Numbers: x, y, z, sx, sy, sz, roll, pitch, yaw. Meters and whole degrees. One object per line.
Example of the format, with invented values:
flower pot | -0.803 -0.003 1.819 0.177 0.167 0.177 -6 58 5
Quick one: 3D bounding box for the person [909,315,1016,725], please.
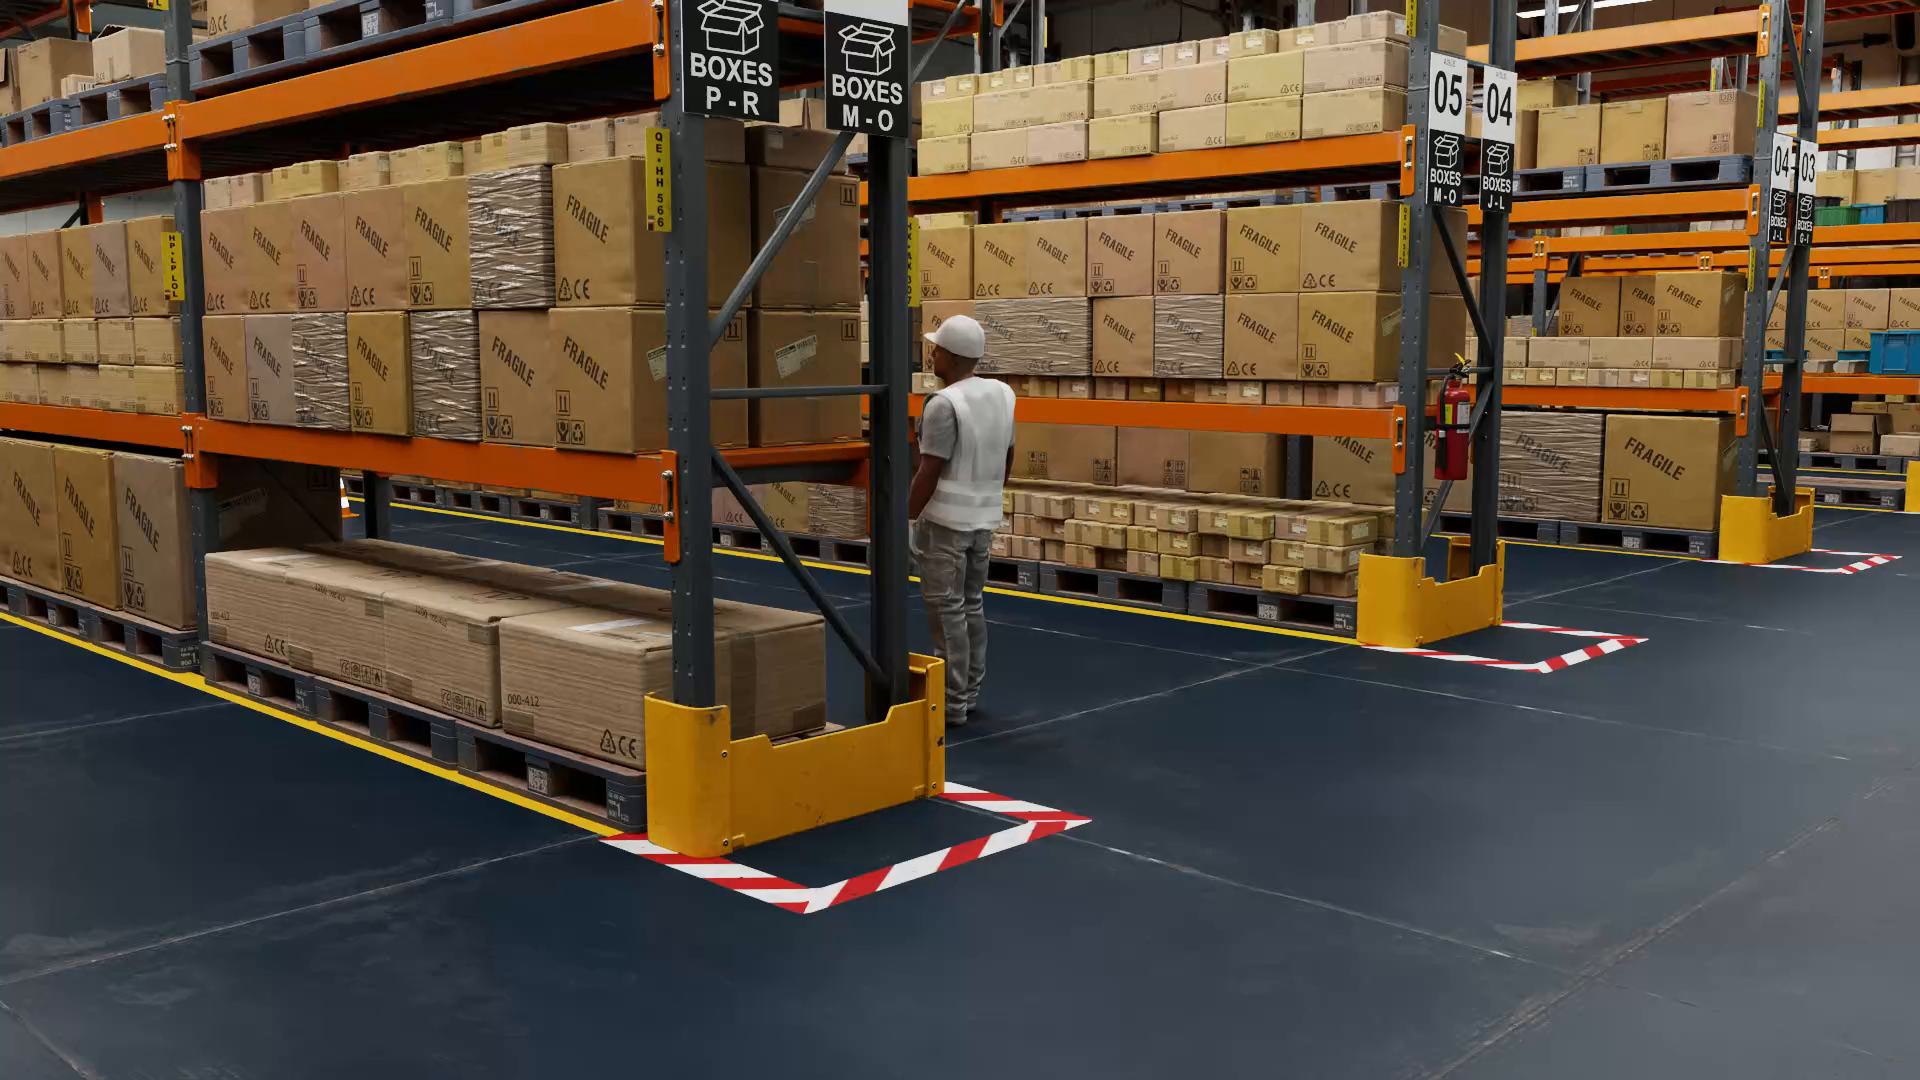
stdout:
person | -0.077 -0.086 7.297 0.574 1.785 0.656 5 9 36
